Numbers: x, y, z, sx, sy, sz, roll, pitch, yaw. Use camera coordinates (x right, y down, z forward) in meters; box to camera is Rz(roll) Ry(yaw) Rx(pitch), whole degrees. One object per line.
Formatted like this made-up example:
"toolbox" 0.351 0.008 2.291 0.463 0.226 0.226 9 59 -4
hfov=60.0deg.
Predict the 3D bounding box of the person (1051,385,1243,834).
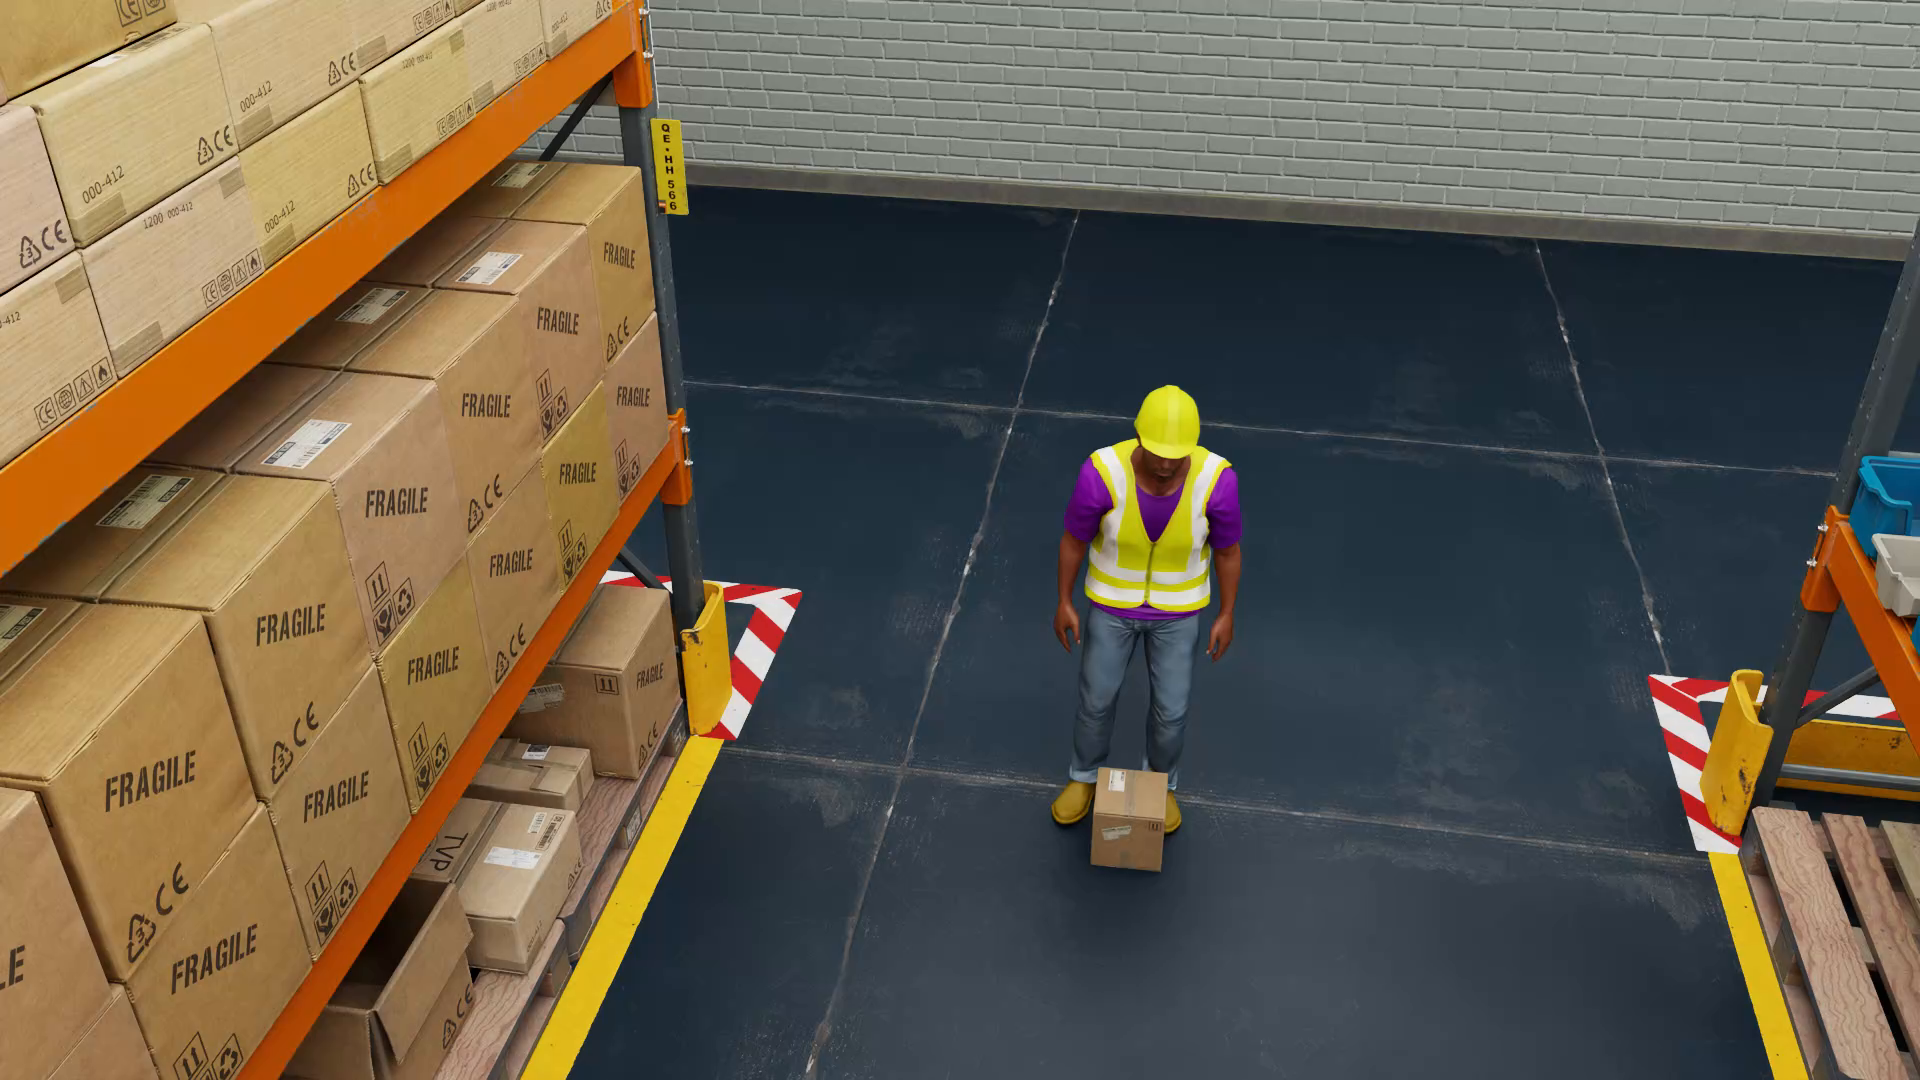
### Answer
"person" 0.640 0.241 5.739 0.629 1.759 0.460 3 32 5
